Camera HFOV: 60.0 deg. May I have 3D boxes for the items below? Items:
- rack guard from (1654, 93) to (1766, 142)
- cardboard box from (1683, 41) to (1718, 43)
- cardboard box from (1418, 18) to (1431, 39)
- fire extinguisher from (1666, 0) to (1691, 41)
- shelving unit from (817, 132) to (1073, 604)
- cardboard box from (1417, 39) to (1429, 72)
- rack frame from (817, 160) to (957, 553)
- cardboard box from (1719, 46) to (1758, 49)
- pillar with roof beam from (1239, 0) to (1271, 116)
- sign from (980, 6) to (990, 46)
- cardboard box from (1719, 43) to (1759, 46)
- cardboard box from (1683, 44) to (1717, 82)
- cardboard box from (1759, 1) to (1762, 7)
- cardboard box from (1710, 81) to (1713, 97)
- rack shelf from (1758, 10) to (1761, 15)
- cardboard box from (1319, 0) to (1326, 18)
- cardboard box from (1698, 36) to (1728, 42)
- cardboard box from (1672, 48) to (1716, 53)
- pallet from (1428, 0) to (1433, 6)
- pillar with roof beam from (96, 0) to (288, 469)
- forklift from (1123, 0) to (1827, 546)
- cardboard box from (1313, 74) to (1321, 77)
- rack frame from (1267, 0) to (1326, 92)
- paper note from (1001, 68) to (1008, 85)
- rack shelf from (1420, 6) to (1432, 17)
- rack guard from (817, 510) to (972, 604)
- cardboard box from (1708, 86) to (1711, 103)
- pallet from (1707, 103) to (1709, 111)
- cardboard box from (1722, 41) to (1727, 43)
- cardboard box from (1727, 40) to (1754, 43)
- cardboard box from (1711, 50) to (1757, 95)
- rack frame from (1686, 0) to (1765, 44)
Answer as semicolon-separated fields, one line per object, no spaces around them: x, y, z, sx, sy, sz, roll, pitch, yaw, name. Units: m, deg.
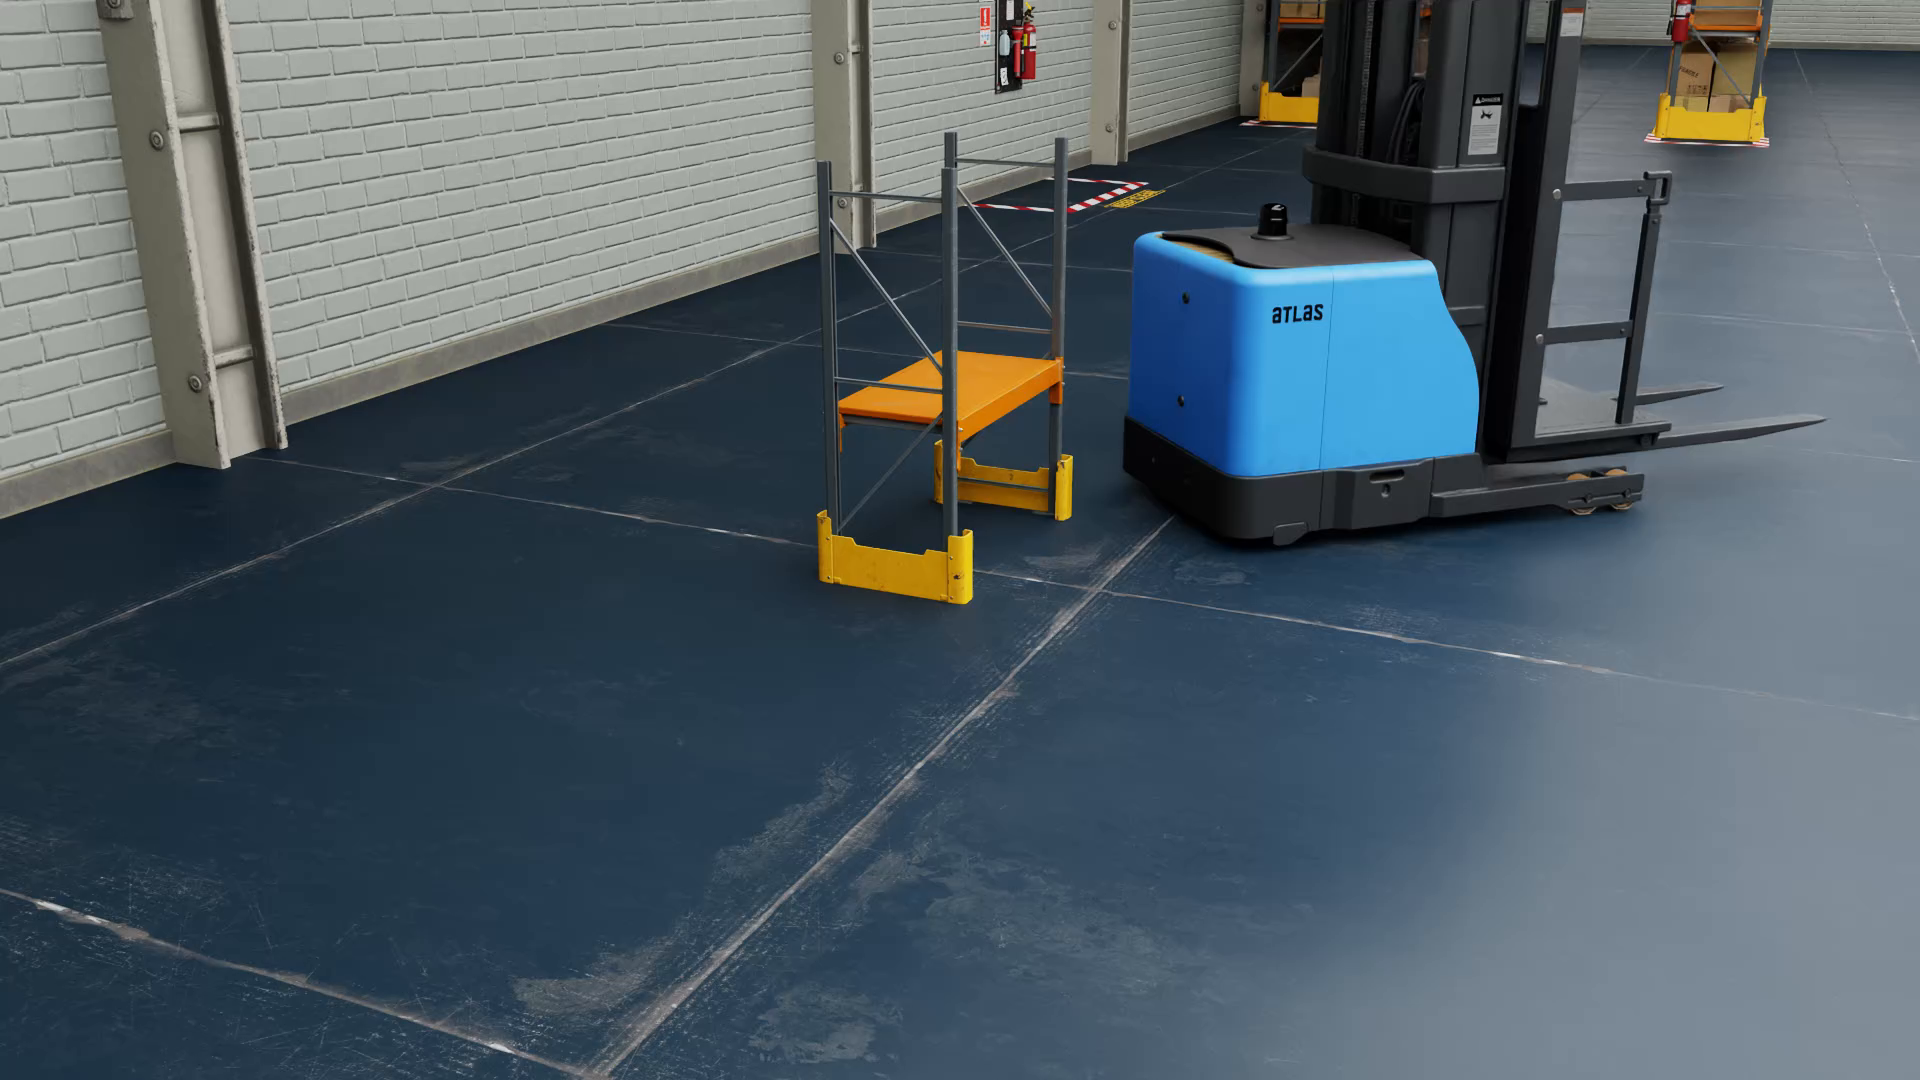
9.063;-5.114;20.102;1.175;0.500;0.348;9;21;23;rack guard
10.235;-6.678;23.129;0.500;0.500;0.500;9;21;23;cardboard box
8.248;-8.815;29.359;0.750;0.750;0.750;8;21;22;cardboard box
8.600;-6.290;19.794;0.296;0.674;0.183;9;21;23;fire extinguisher
-0.031;-0.683;6.152;0.587;1.500;1.083;9;21;23;shelving unit
7.580;-8.225;28.194;0.700;0.500;0.500;9;21;23;cardboard box
-0.243;-0.525;5.707;0.500;1.500;0.032;9;21;23;rack frame
10.112;-6.146;21.632;0.500;0.500;0.500;9;21;23;cardboard box
7.977;-9.546;19.881;9.100;9.000;0.400;9;21;23;pillar with roof beam
0.225;-4.588;14.839;0.001;0.329;0.234;9;21;23;sign
10.505;-6.454;22.498;0.500;0.500;0.500;9;21;23;cardboard box
9.826;-6.373;22.269;0.500;0.500;0.500;9;21;23;cardboard box
12.232;-8.313;25.743;0.380;0.149;0.250;9;21;23;cardboard box
10.244;-6.324;23.251;0.500;0.250;0.500;9;21;23;cardboard box
11.529;-7.794;24.982;1.077;0.370;4.000;9;21;23;rack shelf
5.041;-7.022;21.930;0.500;0.250;0.500;8;21;21;cardboard box
12.536;-8.463;27.744;0.500;0.250;0.500;9;22;25;cardboard box
9.417;-6.067;21.409;0.500;0.500;0.500;9;21;23;cardboard box
7.054;-8.722;26.803;1.003;0.211;1.213;9;21;23;pallet
0.606;-4.043;4.409;9.100;9.000;0.400;9;21;23;pillar with roof beam
2.269;-1.640;6.706;3.031;2.935;1.130;-7;21;-18;forklift
5.150;-6.291;23.038;0.500;0.311;0.500;11;22;27;cardboard box
4.552;-6.977;21.612;1.000;3.000;0.127;9;21;23;rack frame
0.410;-4.266;15.302;0.016;0.148;0.142;9;21;23;paper note
7.009;-8.473;26.890;1.077;0.370;4.000;9;21;23;rack shelf
-0.235;0.058;5.933;0.587;0.250;0.087;9;21;23;rack guard
9.626;-5.866;21.963;0.500;0.250;0.500;9;21;23;cardboard box
9.848;-5.596;21.889;1.003;0.211;1.213;9;21;23;pallet
12.517;-8.092;27.820;0.500;0.500;0.500;9;22;25;cardboard box
13.005;-8.035;27.658;0.500;0.500;0.500;8;21;21;cardboard box
9.698;-5.841;20.774;0.500;0.500;0.500;9;21;23;cardboard box
10.710;-7.522;23.142;1.000;3.000;0.127;9;21;23;rack frame
